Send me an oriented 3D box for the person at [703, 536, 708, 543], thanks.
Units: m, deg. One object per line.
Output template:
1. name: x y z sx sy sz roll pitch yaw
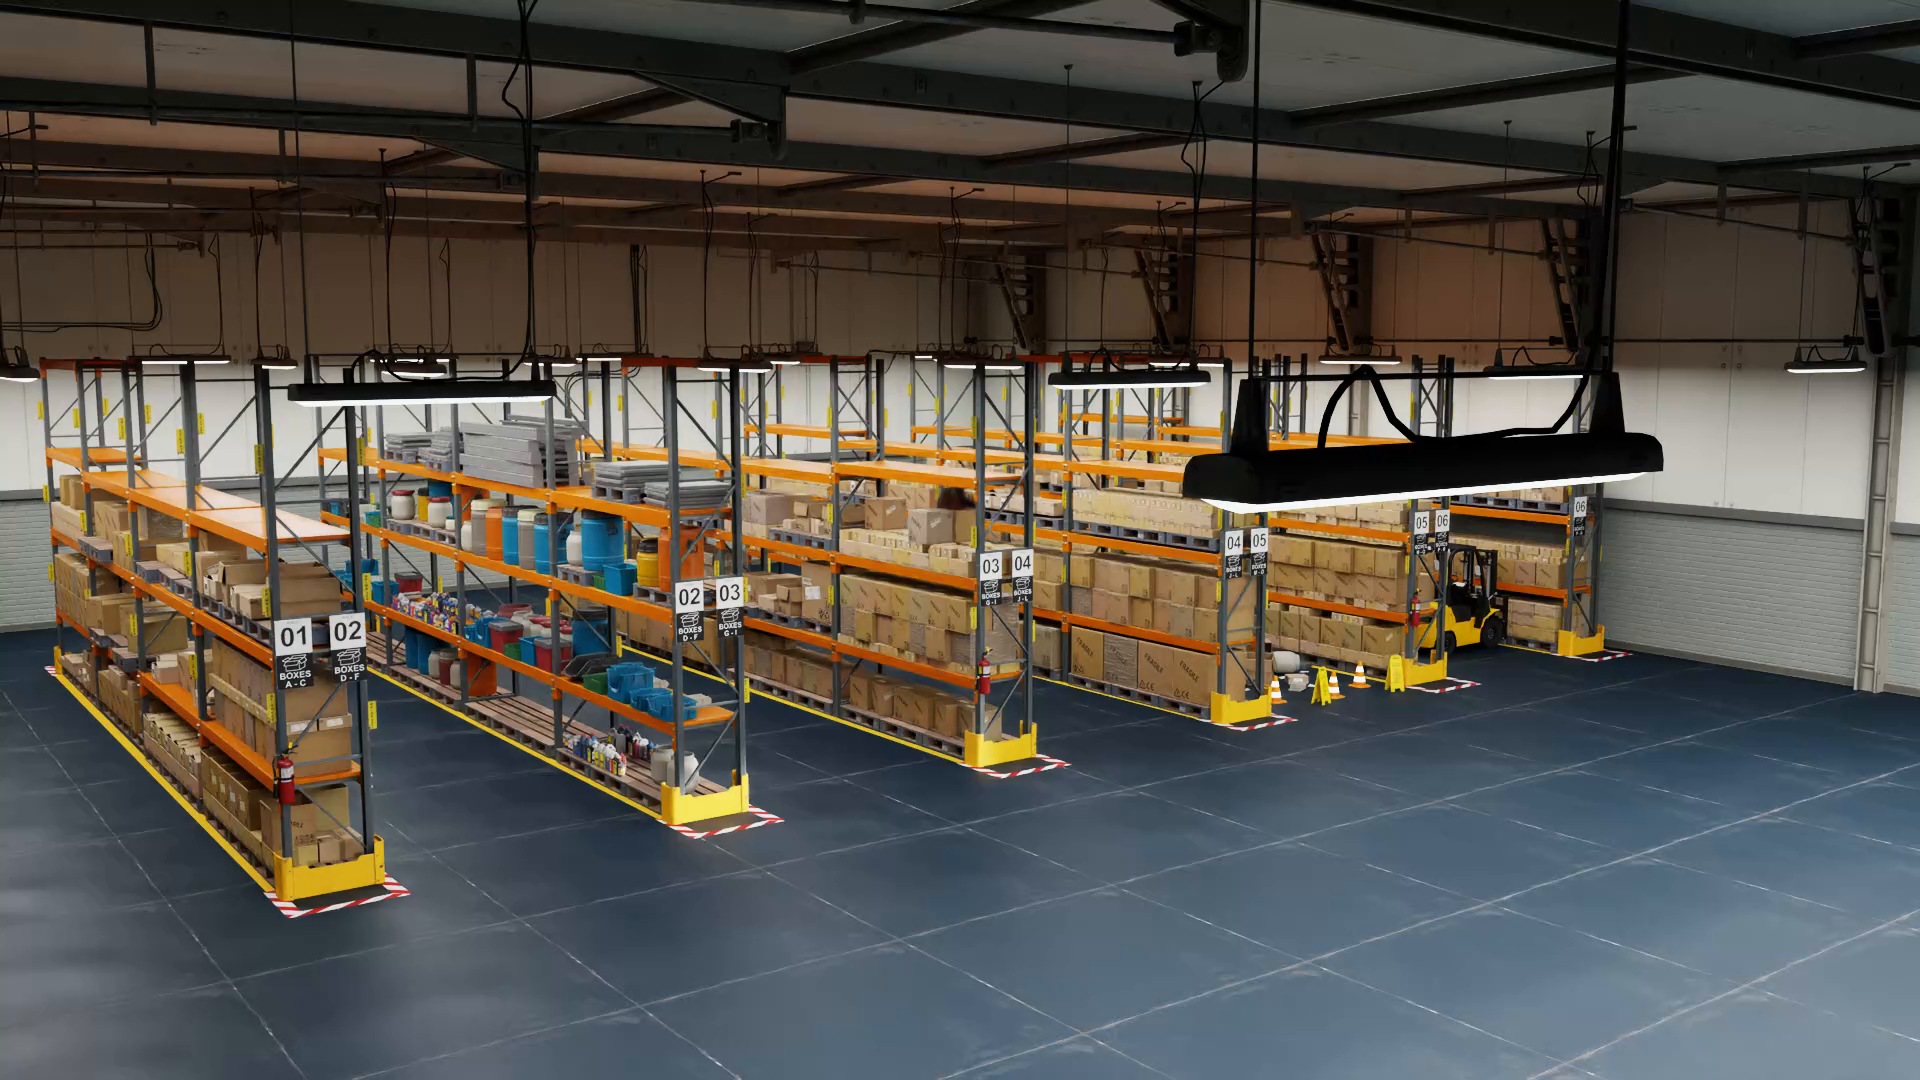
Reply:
1. person: -6.787 0.303 43.041 0.529 1.805 0.582 6 9 40

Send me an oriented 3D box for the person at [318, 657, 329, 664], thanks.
1. person: -10.392 2.307 26.641 0.742 1.813 0.877 -5 8 -36
